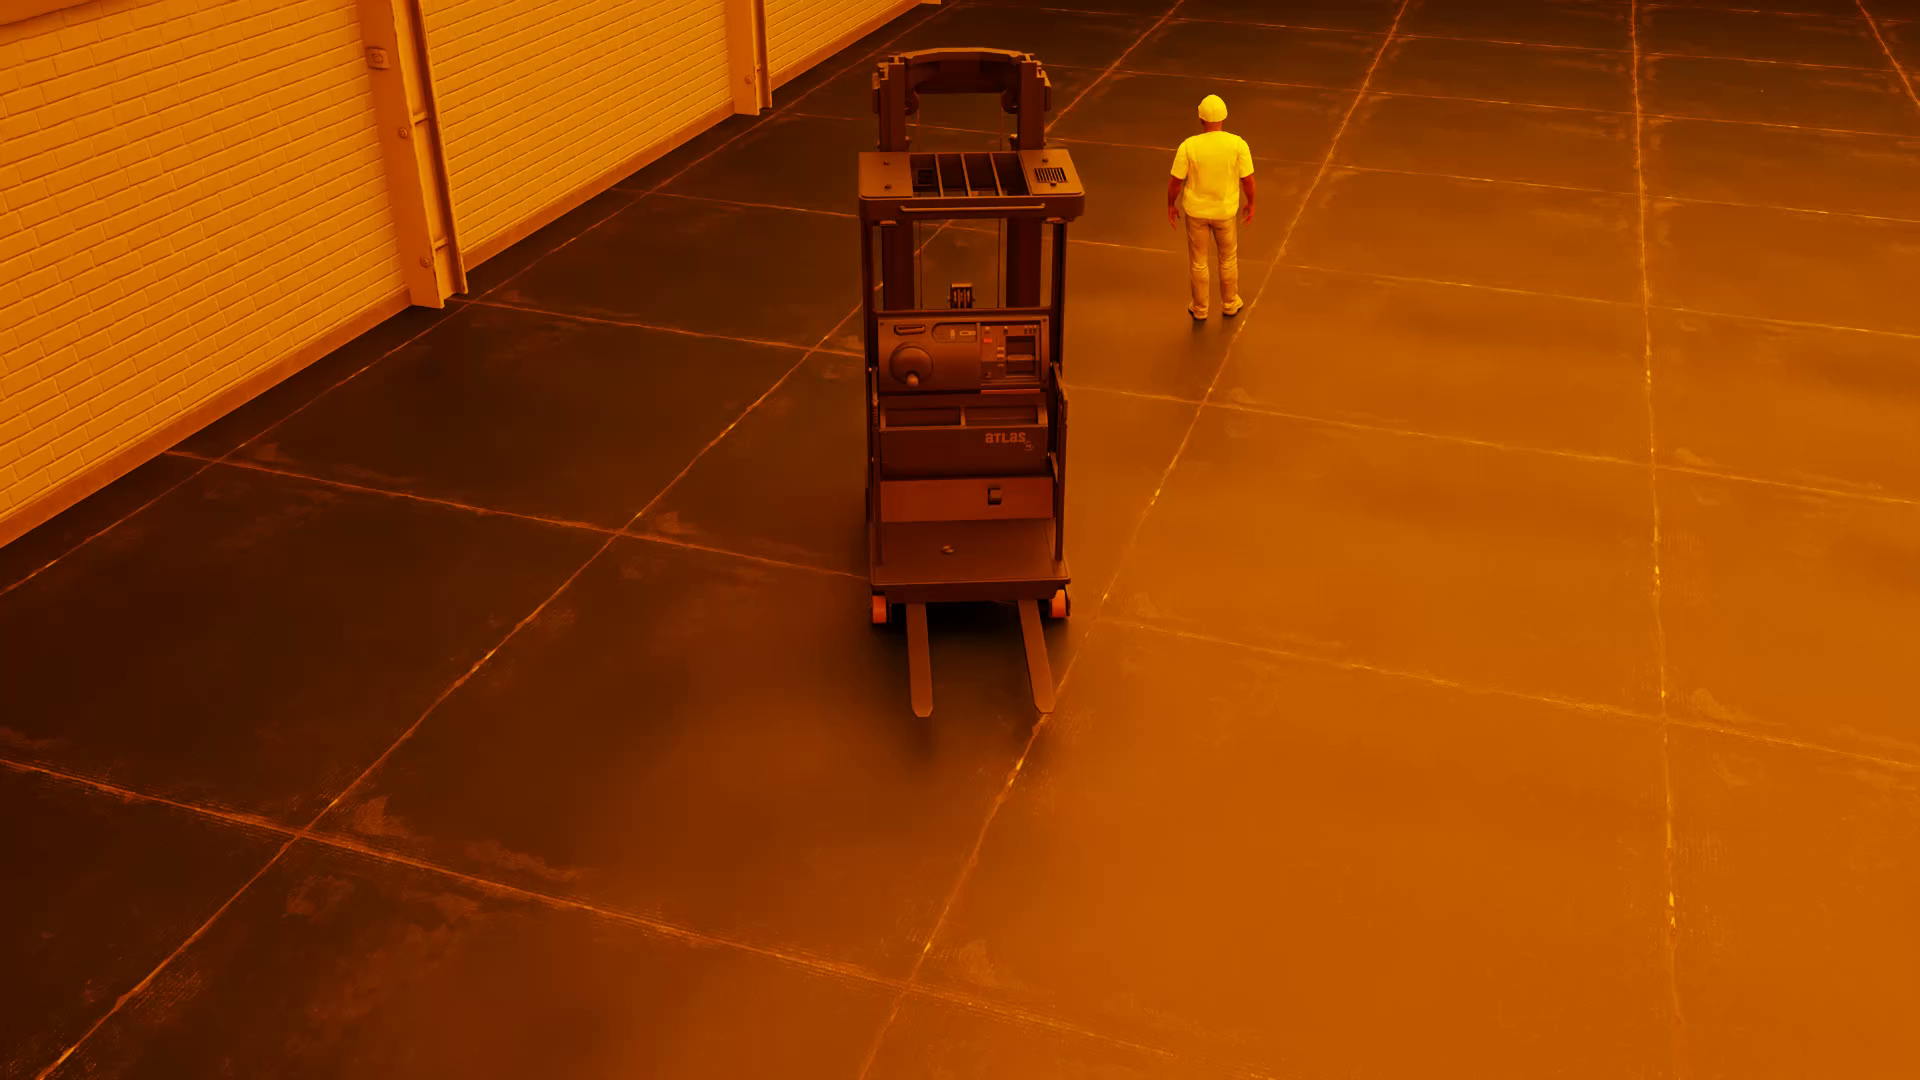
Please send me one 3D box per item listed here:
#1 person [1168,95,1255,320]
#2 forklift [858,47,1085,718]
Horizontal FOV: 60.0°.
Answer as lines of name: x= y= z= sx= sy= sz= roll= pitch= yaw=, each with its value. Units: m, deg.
person: x=1.931 y=-2.570 z=12.807 sx=0.665 sy=1.769 sz=0.574 roll=4 pitch=30 yaw=6
forklift: x=0.035 y=-0.972 z=8.842 sx=1.130 sy=2.935 sz=3.031 roll=-2 pitch=30 yaw=-3
